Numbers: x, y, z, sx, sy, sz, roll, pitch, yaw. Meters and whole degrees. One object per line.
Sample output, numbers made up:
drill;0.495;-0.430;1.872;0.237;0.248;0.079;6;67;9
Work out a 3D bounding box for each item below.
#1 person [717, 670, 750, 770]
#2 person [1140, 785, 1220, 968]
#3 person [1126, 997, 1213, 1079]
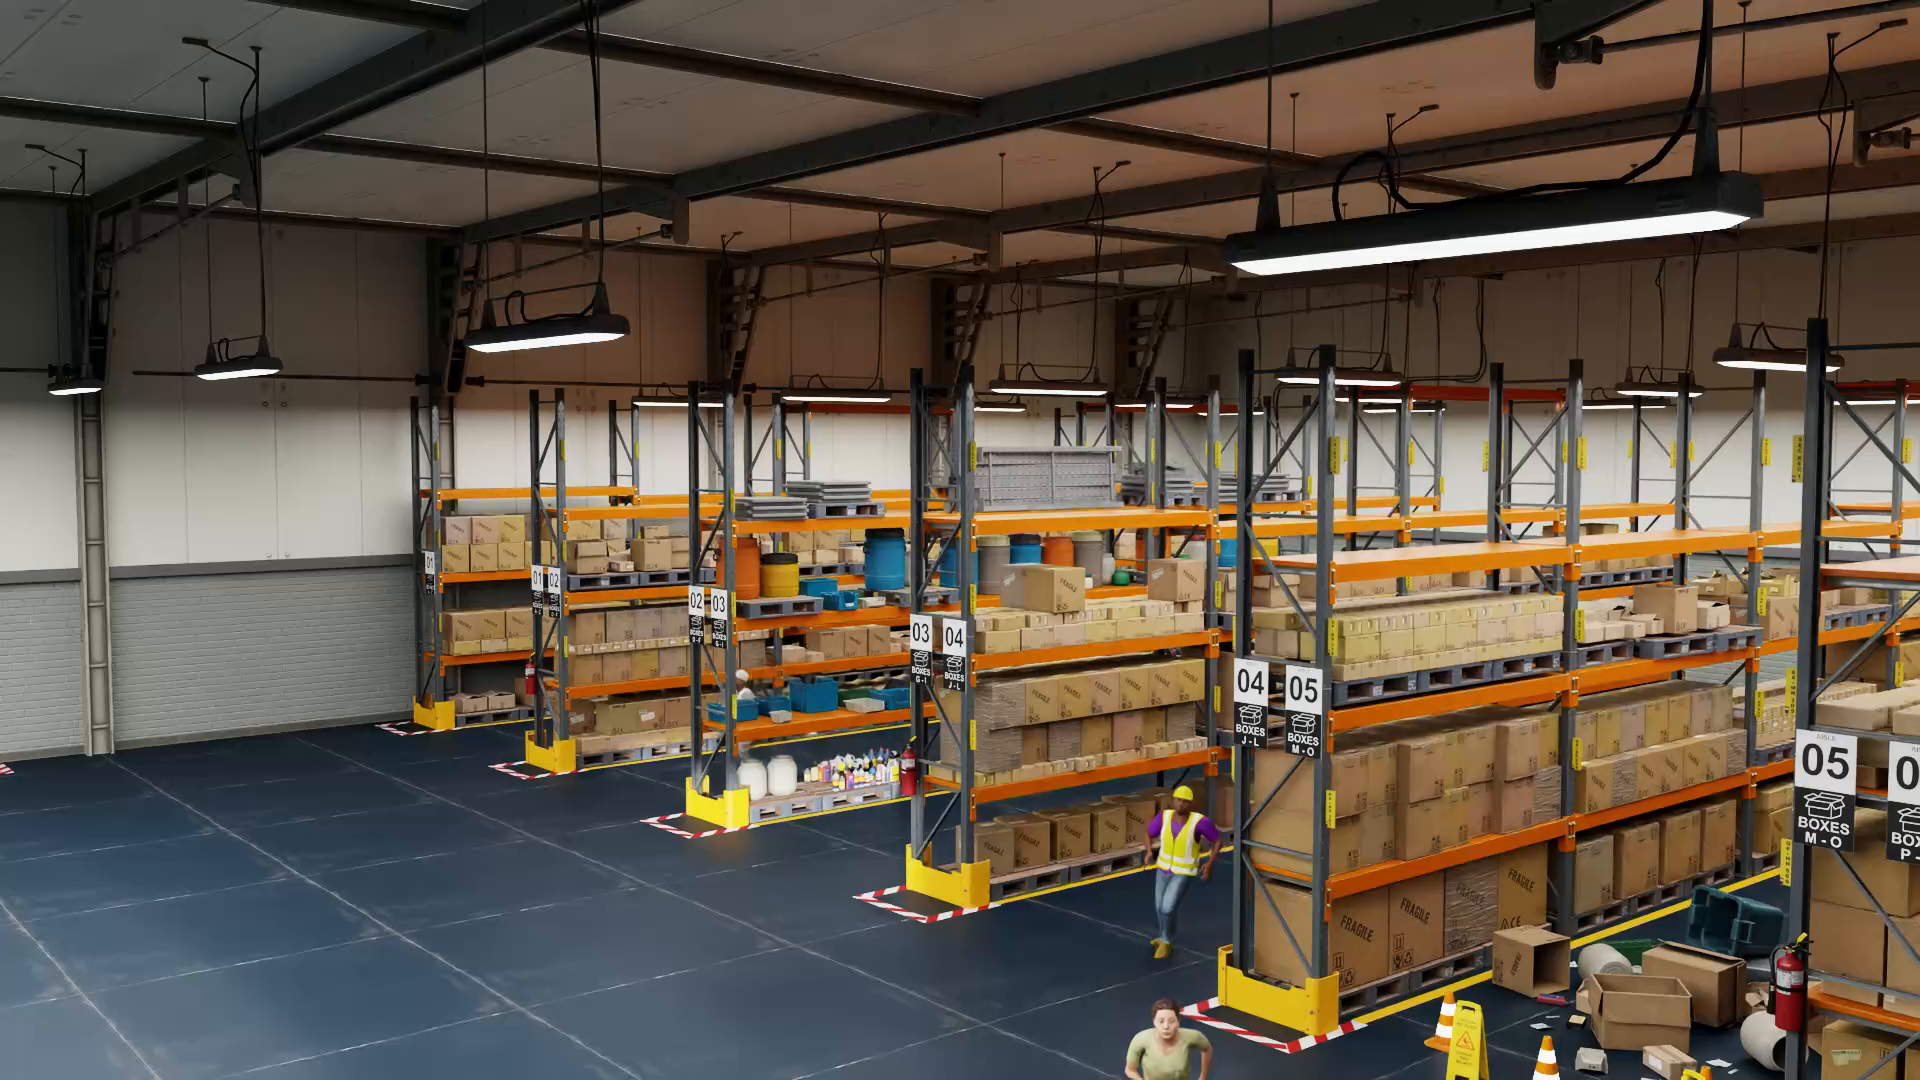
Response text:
person;-3.374;2.823;24.898;0.656;1.774;0.662;-2;4;-34
person;2.140;3.323;16.561;0.760;1.789;0.755;2;4;31
person;1.348;3.722;10.735;0.546;1.607;0.684;1;3;10
